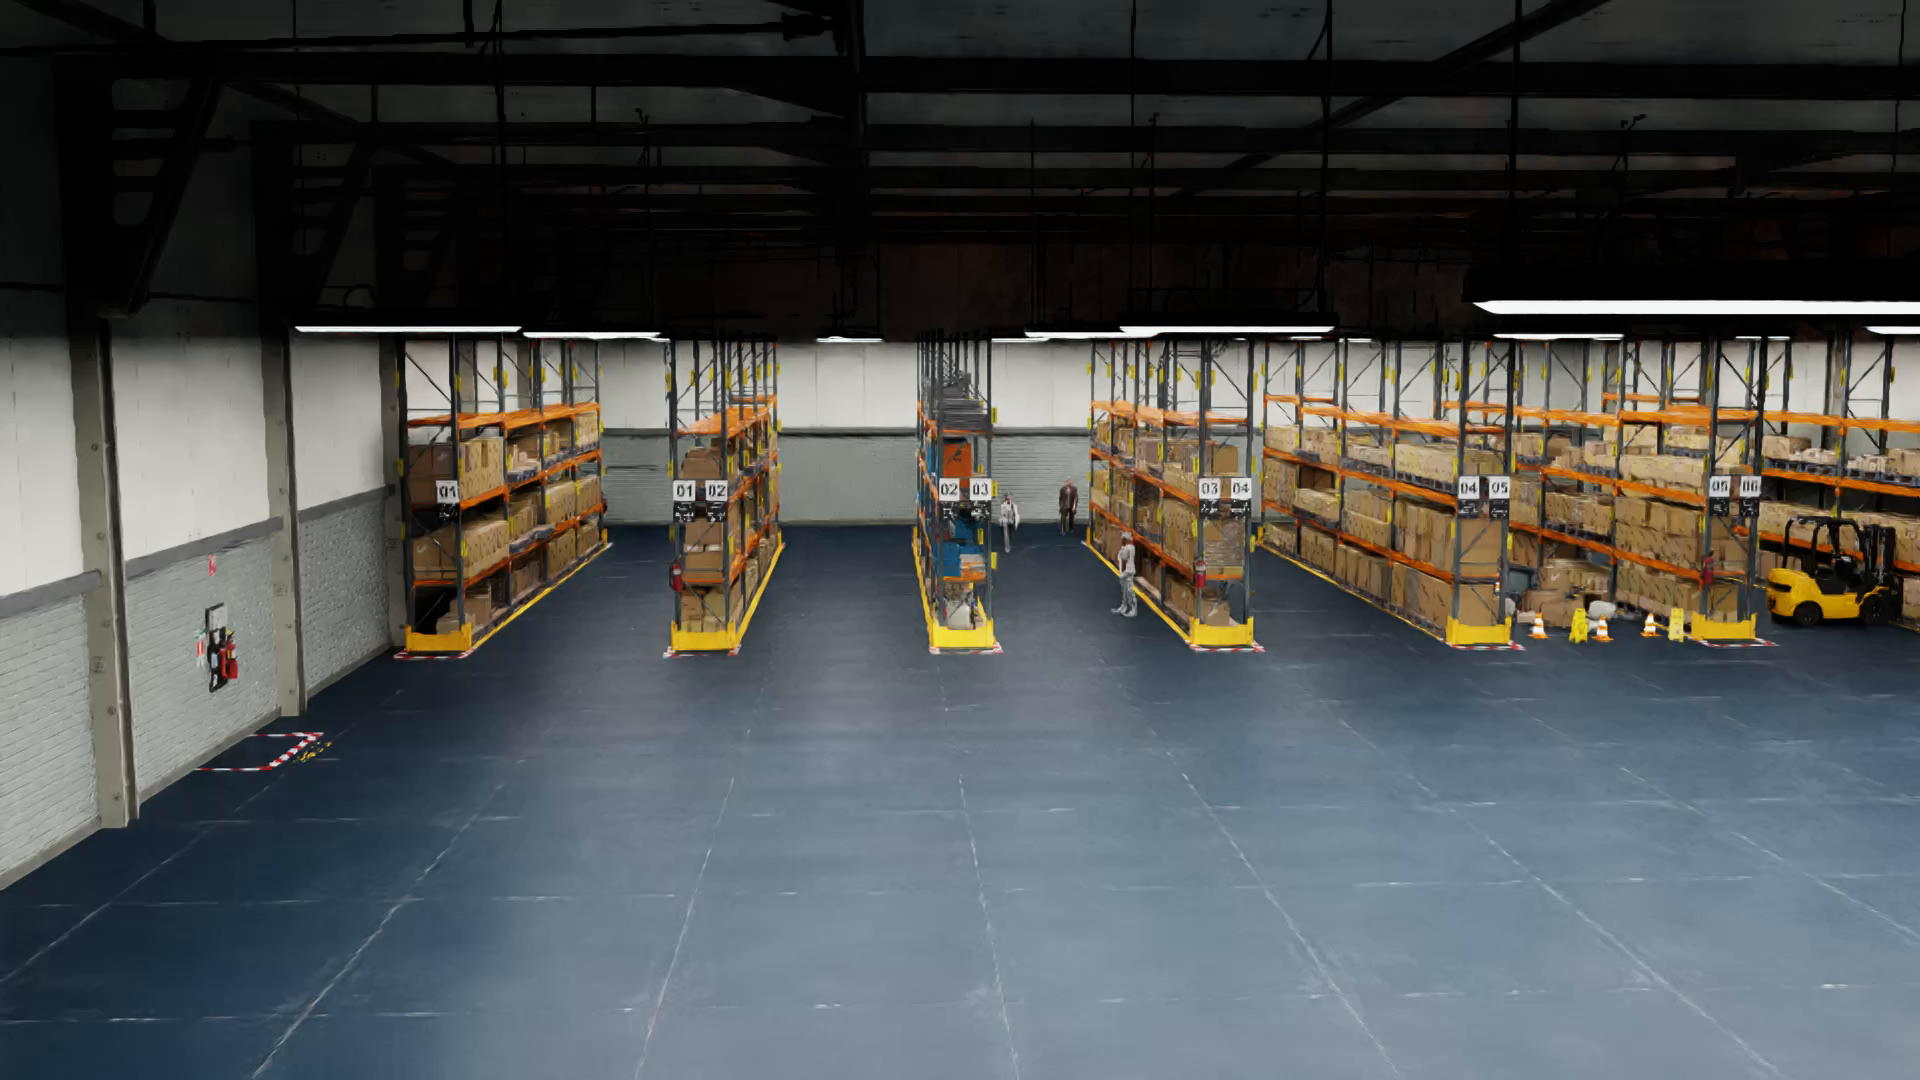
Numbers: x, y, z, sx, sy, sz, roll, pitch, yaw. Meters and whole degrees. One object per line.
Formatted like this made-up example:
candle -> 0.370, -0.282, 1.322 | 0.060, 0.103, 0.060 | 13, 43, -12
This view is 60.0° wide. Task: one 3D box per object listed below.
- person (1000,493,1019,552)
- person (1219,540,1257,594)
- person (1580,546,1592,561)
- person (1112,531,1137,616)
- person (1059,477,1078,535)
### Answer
person -> 1.370, -0.515, 46.039 | 0.500, 1.625, 0.998 | 0, 7, -4
person -> 6.316, 0.392, 38.067 | 0.710, 1.703, 0.836 | -2, 7, -19
person -> 16.032, -0.161, 42.811 | 0.544, 1.667, 0.573 | 4, 8, 29
person -> 3.486, 0.692, 35.104 | 0.595, 1.783, 0.682 | 2, 7, 15
person -> 3.263, -1.032, 49.924 | 0.576, 1.712, 1.090 | 1, 7, 6
